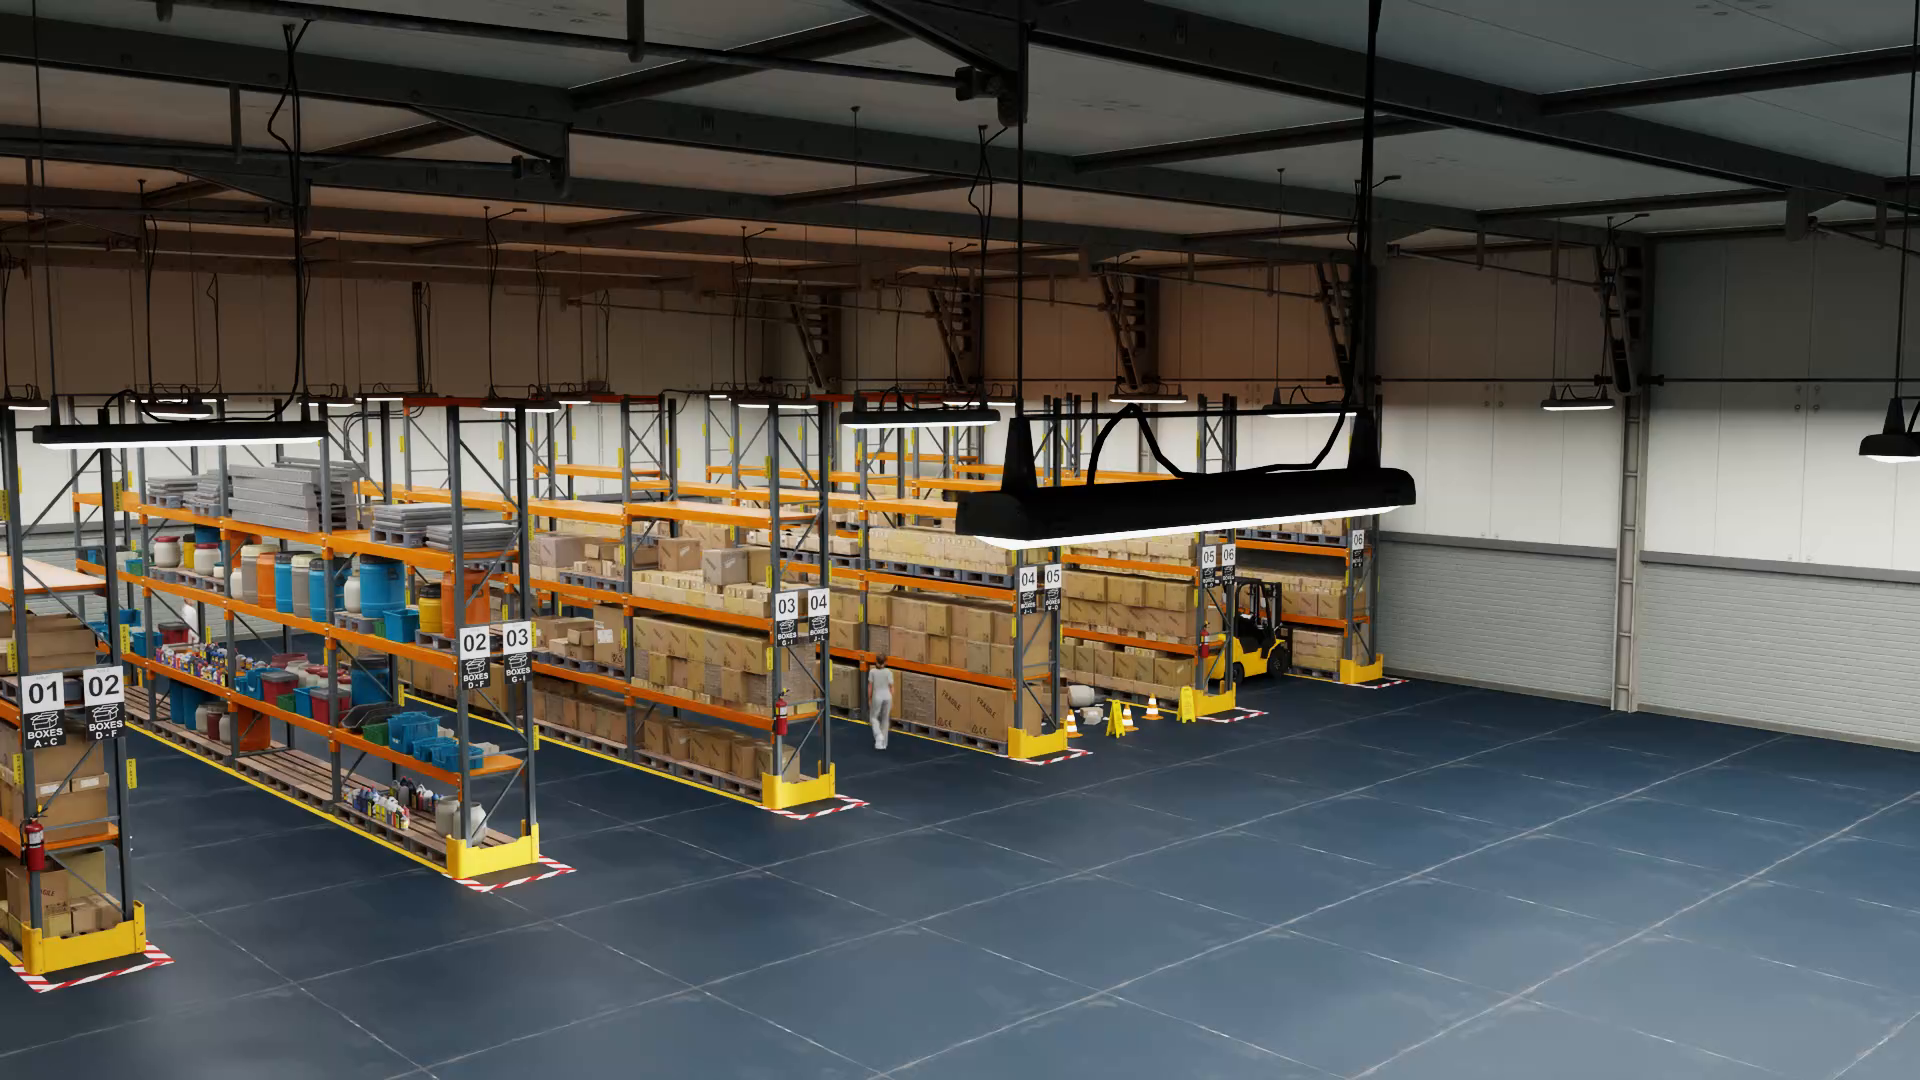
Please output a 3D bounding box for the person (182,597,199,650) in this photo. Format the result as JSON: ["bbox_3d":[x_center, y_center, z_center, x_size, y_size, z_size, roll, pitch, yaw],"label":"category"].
[{"bbox_3d":[-16.443,2.024,35.391,0.790,1.747,0.608,-5,8,-44],"label":"person"}]

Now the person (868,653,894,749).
[{"bbox_3d":[-1.338,2.749,28.357,0.442,1.662,0.523,-1,6,-10],"label":"person"}]
